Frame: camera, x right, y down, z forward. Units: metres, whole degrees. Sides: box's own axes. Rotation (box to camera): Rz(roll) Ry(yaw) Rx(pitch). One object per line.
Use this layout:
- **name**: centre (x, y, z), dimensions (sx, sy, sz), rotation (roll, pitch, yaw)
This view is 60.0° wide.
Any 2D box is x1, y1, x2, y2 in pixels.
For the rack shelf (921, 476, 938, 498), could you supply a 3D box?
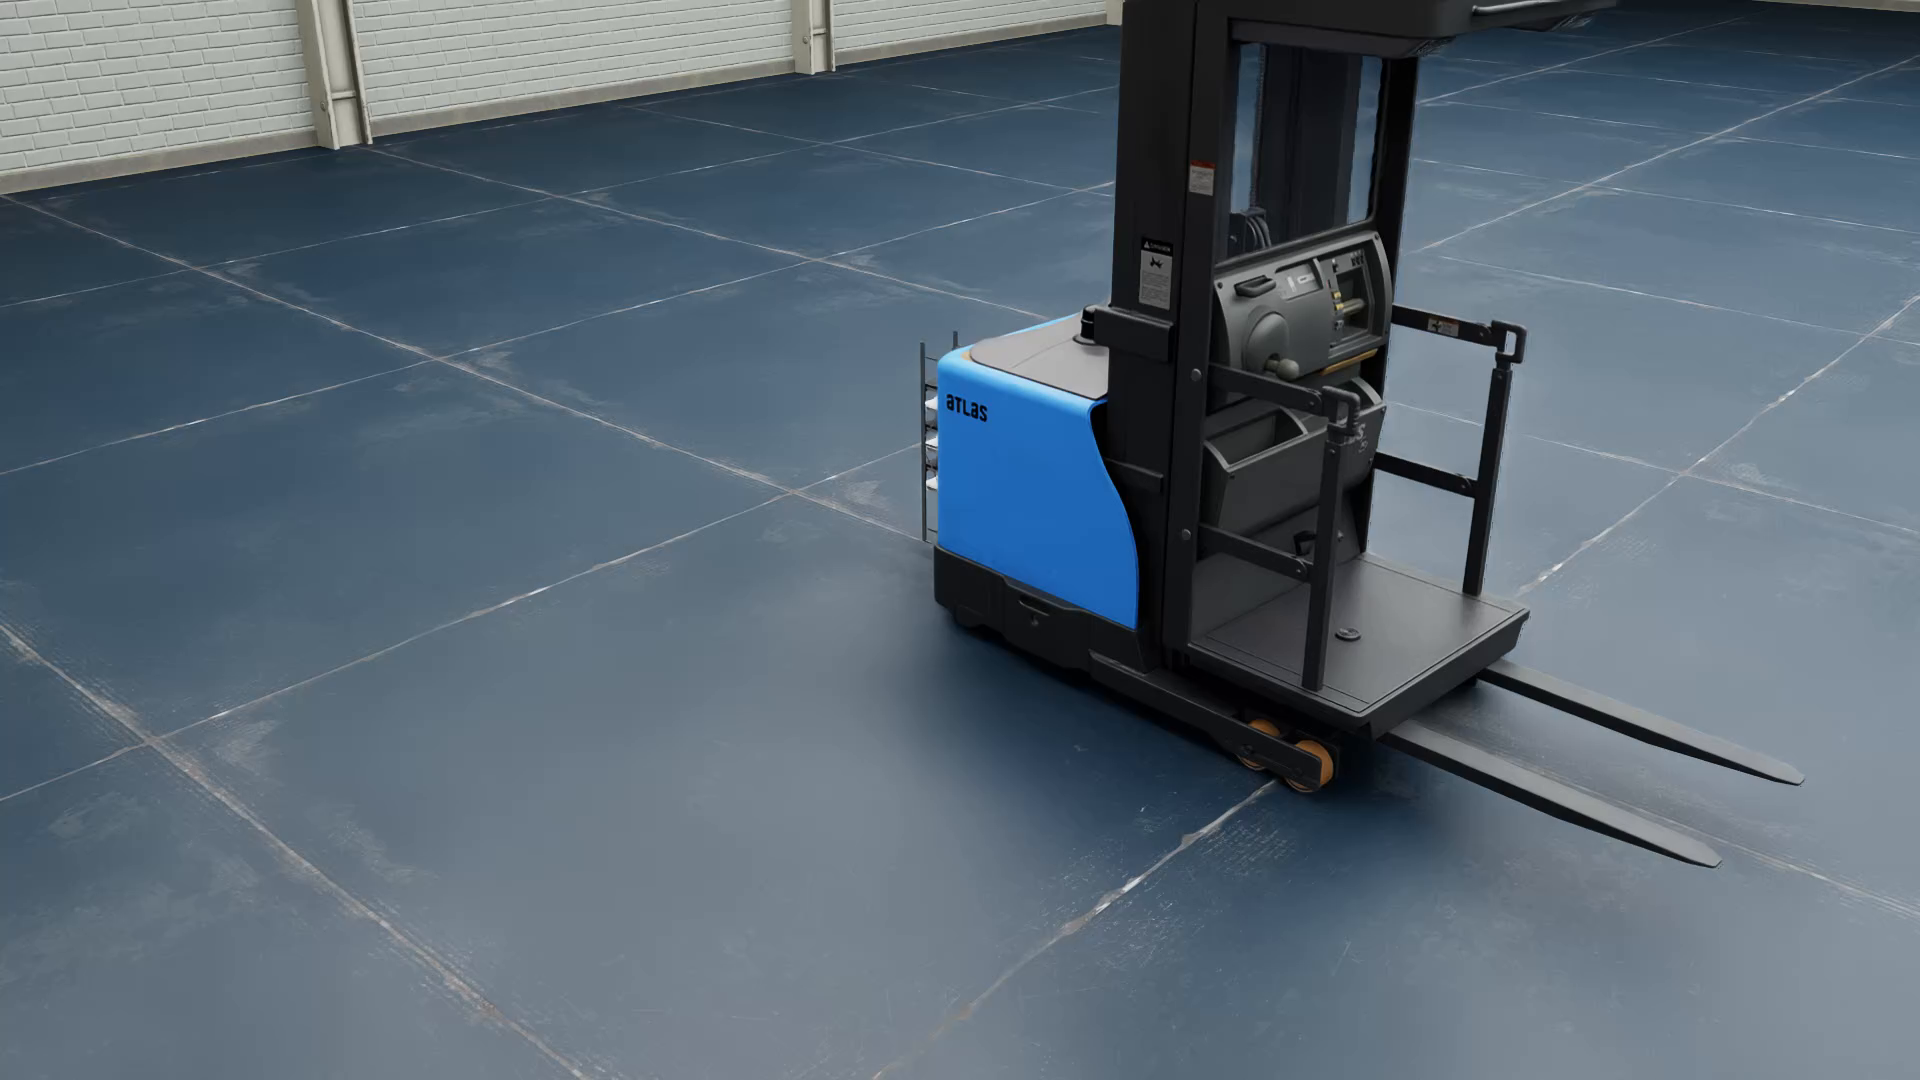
- **rack shelf**: centre (-0.005, -0.213, 7.148), dimensions (0.258, 0.077, 0.200), rotation (20, 31, 38)

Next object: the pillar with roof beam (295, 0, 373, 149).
- **pillar with roof beam**: centre (-2.507, -6.609, 10.991), dimensions (9.100, 9.000, 0.400), rotation (20, 31, 38)

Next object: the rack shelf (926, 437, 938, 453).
- **rack shelf**: centre (-0.005, -0.378, 7.074), dimensions (0.258, 0.077, 0.200), rotation (20, 31, 38)

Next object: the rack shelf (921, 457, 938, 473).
- **rack shelf**: centre (-0.005, -0.296, 7.111), dimensions (0.258, 0.077, 0.200), rotation (20, 31, 38)

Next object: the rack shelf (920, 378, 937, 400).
- **rack shelf**: centre (-0.005, -0.624, 6.964), dimensions (0.258, 0.077, 0.200), rotation (20, 31, 38)

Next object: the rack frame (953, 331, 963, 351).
- **rack frame**: centre (0.062, -0.439, 7.129), dimensions (0.240, 0.900, 0.006), rotation (20, 31, 38)

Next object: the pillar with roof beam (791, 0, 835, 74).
- **pillar with roof beam**: centre (1.497, -8.437, 15.068), dimensions (9.100, 9.000, 0.400), rotation (20, 31, 38)

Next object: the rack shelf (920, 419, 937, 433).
- **rack shelf**: centre (-0.005, -0.460, 7.037), dimensions (0.258, 0.077, 0.200), rotation (20, 31, 38)

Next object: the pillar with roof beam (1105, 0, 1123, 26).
- **pillar with roof beam**: centre (5.502, -10.265, 19.145), dimensions (9.100, 9.000, 0.400), rotation (20, 31, 38)

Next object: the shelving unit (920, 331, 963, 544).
- **shelving unit**: centre (-0.005, -0.408, 7.060), dimensions (0.258, 0.900, 0.210), rotation (20, 31, 38)

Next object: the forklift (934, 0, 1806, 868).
- **forklift**: centre (1.290, -0.754, 5.349), dimensions (1.130, 2.935, 3.031), rotation (-22, 32, -40)

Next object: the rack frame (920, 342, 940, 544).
- **rack frame**: centre (-0.073, -0.377, 6.991), dimensions (0.240, 0.900, 0.006), rotation (20, 31, 38)

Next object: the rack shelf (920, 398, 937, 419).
- **rack shelf**: centre (-0.005, -0.542, 7.000), dimensions (0.258, 0.077, 0.200), rotation (20, 31, 38)
